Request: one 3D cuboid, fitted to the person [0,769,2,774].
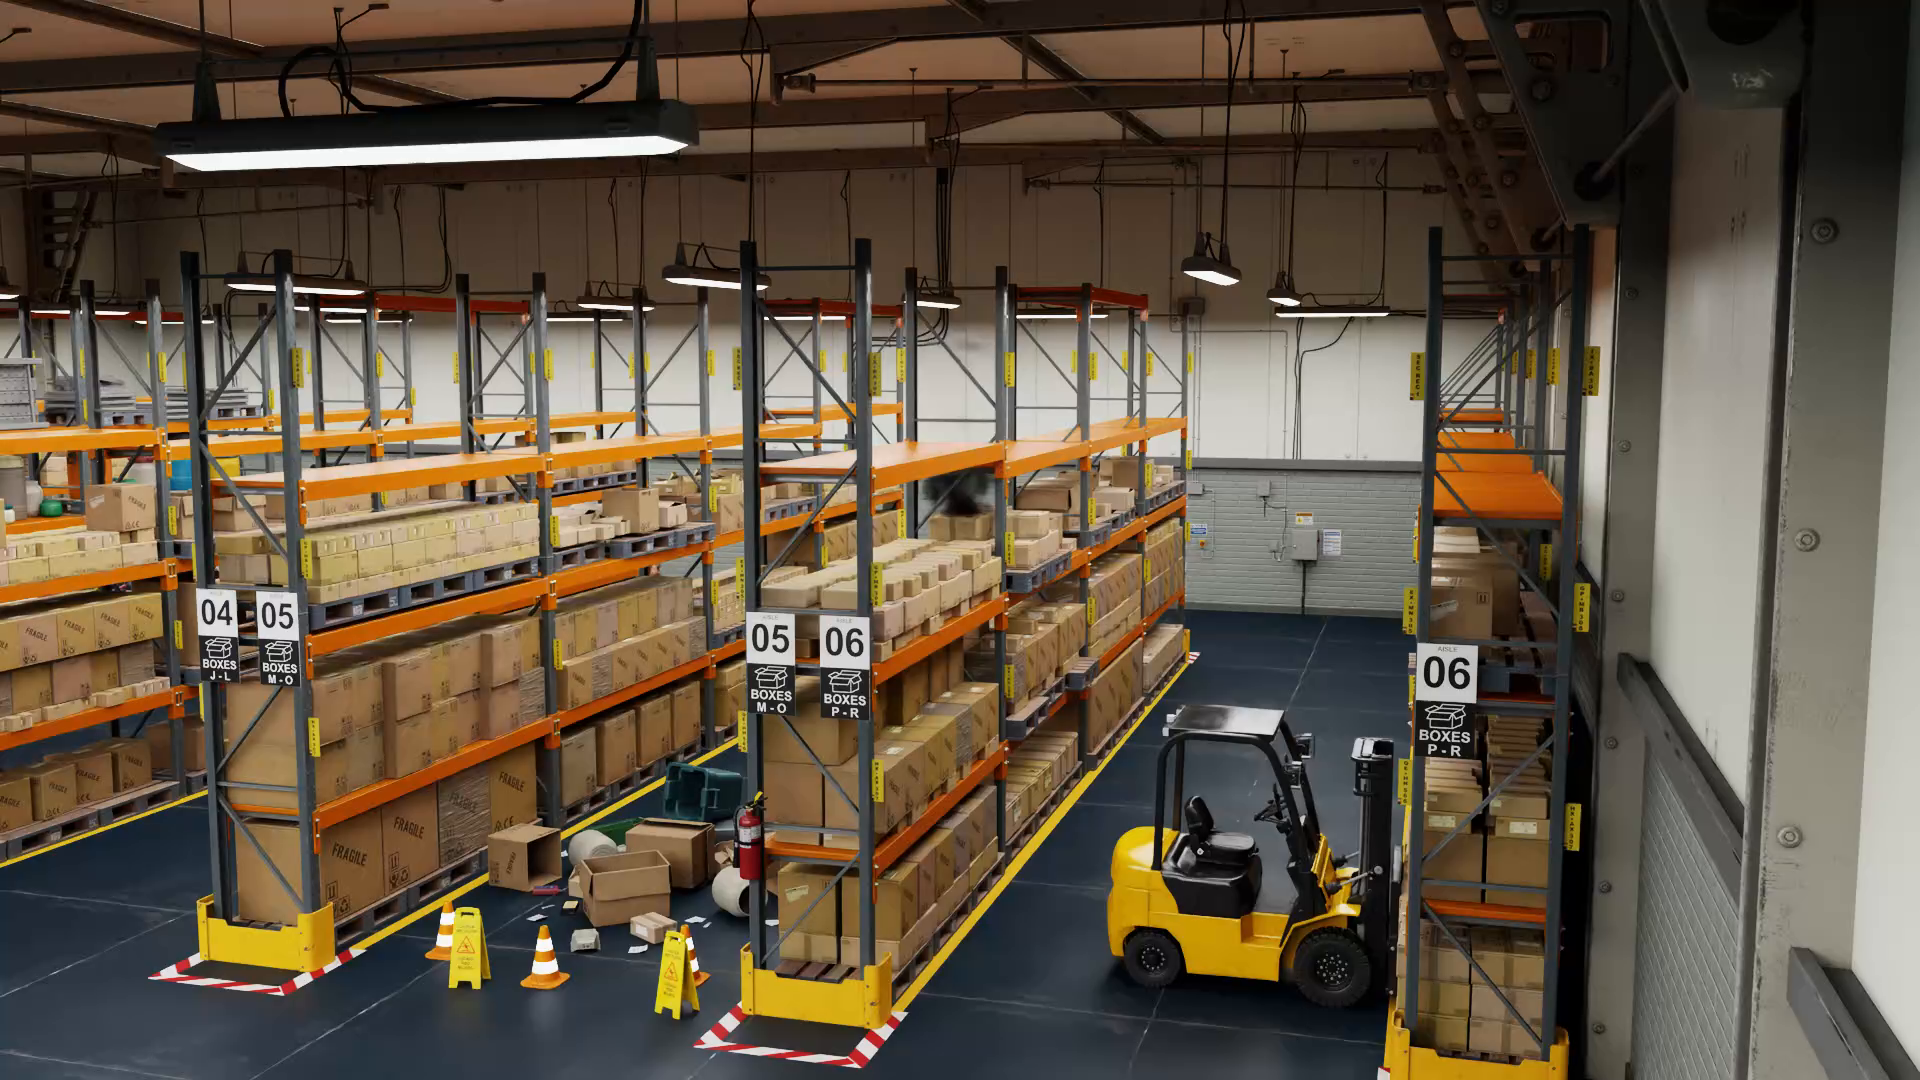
[{"bbox_3d":[-11.350,2.190,18.969,0.652,1.741,0.827,2,7,20],"label":"person"}]

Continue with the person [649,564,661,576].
[{"bbox_3d":[-5.170,1.197,28.276,0.573,1.665,0.817,2,7,14],"label":"person"}]
